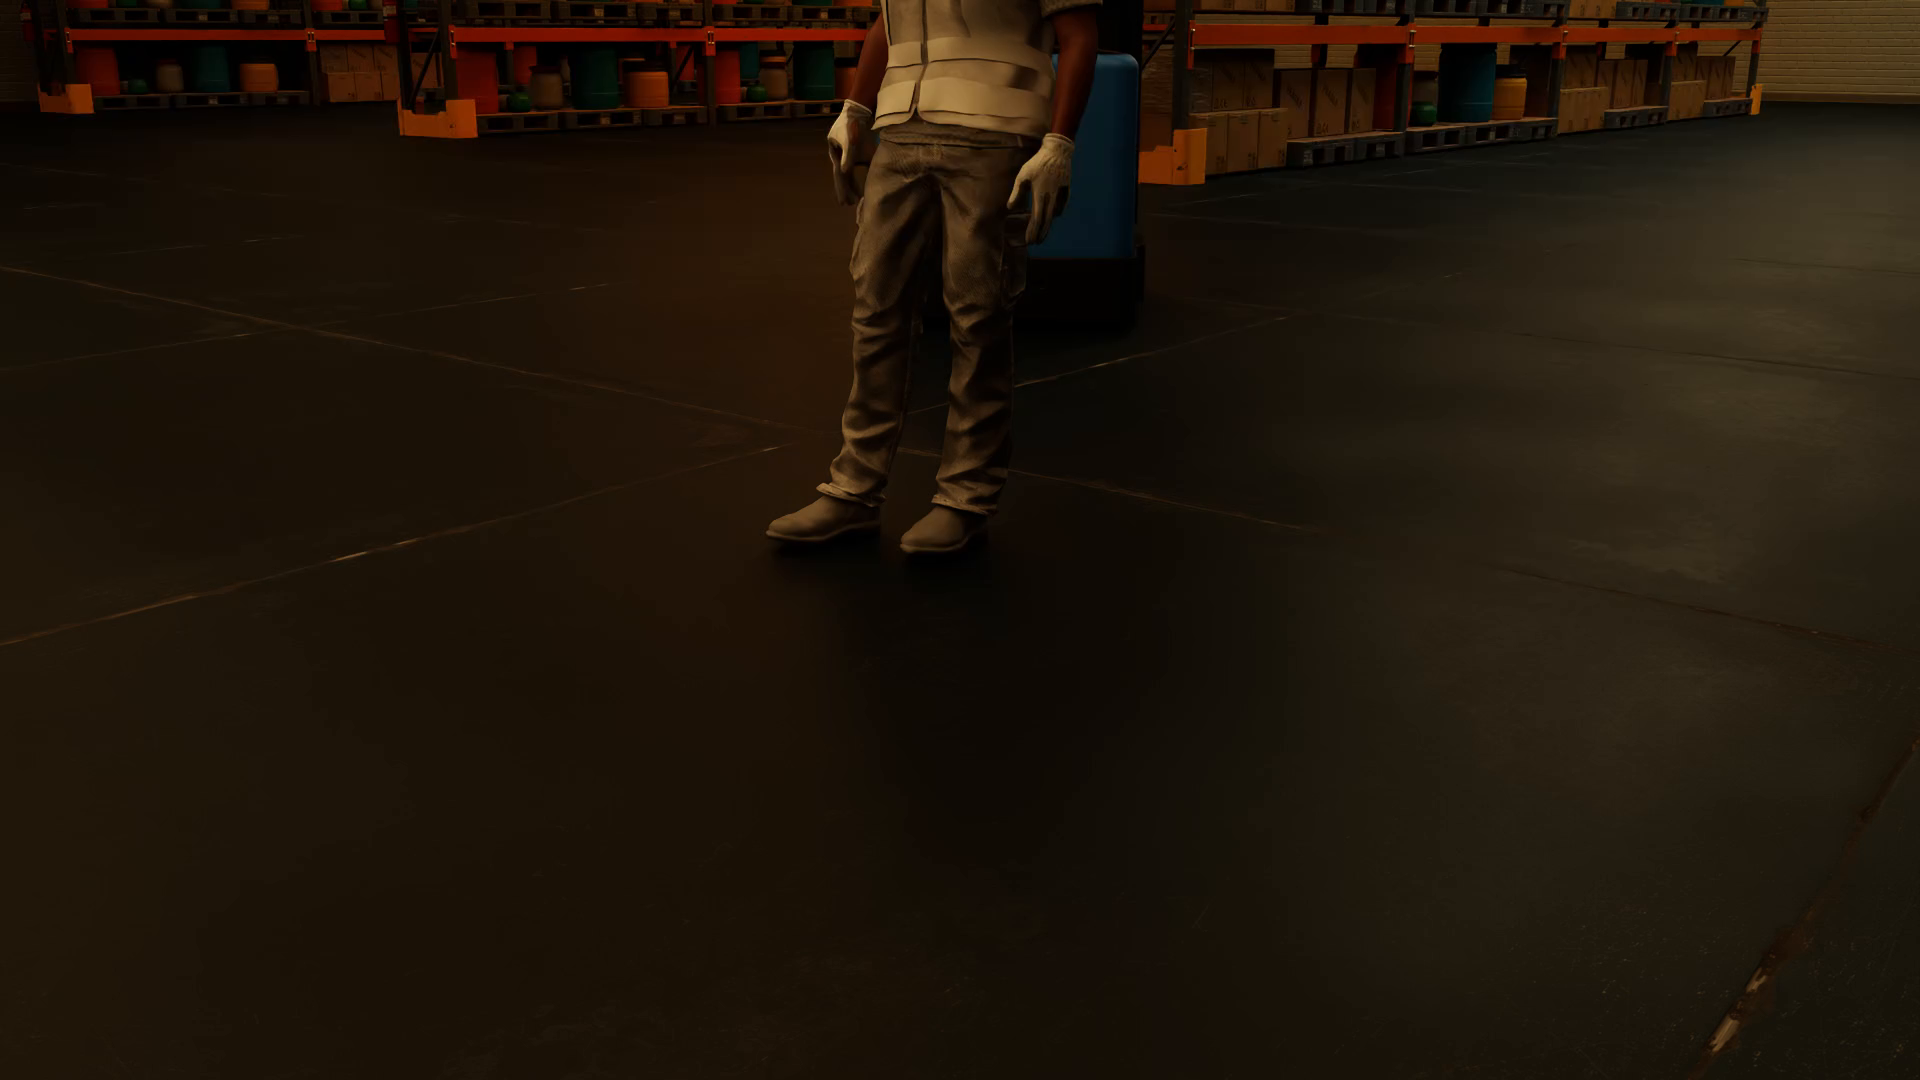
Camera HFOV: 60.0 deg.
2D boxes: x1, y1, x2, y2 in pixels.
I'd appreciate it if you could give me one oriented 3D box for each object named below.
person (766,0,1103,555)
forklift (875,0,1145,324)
[{"bbox_3d":[-0.052,-0.846,3.633,0.656,1.782,0.577,13,21,37],"label":"person"},{"bbox_3d":[0.298,-2.648,7.619,1.130,2.935,3.031,1,17,5],"label":"forklift"}]
